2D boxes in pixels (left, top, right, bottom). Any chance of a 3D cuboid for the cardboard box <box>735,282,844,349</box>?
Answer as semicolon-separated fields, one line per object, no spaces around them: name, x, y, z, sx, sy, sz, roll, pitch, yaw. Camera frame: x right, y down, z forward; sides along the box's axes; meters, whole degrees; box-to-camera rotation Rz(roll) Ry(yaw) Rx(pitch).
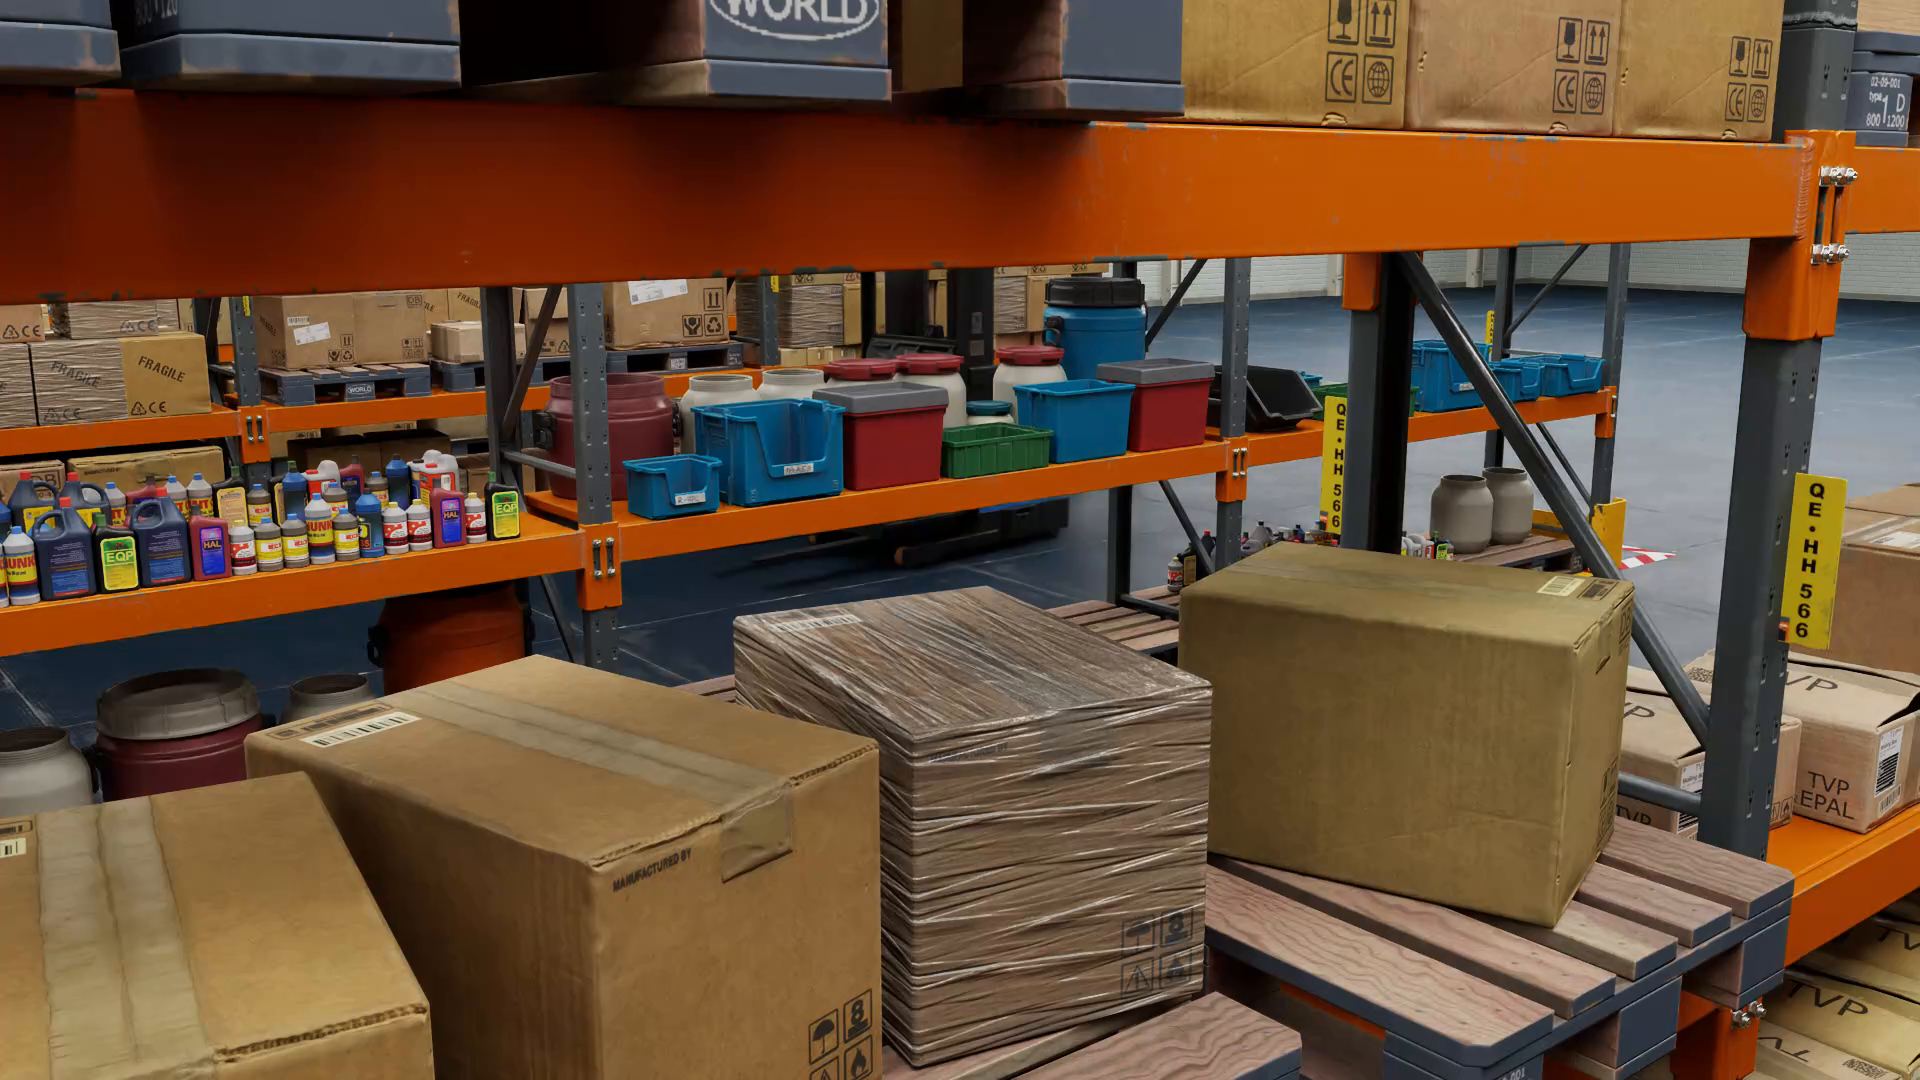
cardboard box;-1.423;-1.888;13.841;0.500;0.500;0.875;-9;15;-38

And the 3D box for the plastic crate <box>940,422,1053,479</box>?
plastic crate;0.097;-0.466;8.613;0.662;0.188;0.450;-9;15;-38

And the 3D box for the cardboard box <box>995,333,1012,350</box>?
cardboard box;0.251;-1.806;15.016;0.250;0.149;0.380;-9;15;-38

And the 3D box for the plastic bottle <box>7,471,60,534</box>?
plastic bottle;-3.592;-0.095;6.472;0.185;0.351;0.144;-9;15;-38

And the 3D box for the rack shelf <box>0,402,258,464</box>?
rack shelf;-6.498;-0.515;10.062;4.000;0.370;1.077;-9;15;-38

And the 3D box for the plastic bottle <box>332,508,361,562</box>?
plastic bottle;-2.402;-0.024;6.498;0.097;0.201;0.097;0;12;0

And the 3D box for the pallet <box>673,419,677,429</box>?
pallet;-3.237;-1.344;18.949;1.213;0.211;1.003;-9;15;-38

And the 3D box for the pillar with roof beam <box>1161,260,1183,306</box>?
pillar with roof beam;7.654;-9.204;34.808;0.548;9.000;9.100;-9;15;-38

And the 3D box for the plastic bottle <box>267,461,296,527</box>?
plastic bottle;-2.877;-0.192;7.091;0.133;0.283;0.061;-9;15;-38

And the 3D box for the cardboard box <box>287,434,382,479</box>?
cardboard box;-4.432;-0.577;11.778;0.500;0.250;0.500;-9;15;-35

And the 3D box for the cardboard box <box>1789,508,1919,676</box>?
cardboard box;2.549;0.212;4.668;0.500;0.500;0.500;-11;16;-41

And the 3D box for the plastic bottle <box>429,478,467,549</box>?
plastic bottle;-2.072;-0.114;6.725;0.133;0.283;0.061;-9;15;-38

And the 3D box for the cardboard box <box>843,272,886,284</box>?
cardboard box;-0.914;-2.411;13.896;0.500;0.500;0.500;-9;15;-38

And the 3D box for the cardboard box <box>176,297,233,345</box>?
cardboard box;-7.042;-2.073;15.431;0.500;0.500;0.500;-10;15;-38

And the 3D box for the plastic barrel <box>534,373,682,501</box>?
plastic barrel;-1.669;-0.499;7.927;0.708;0.536;0.600;-9;15;-38

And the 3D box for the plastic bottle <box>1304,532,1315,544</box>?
plastic bottle;2.371;0.048;11.359;0.097;0.201;0.097;0;12;0

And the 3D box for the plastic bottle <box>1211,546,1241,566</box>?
plastic bottle;1.694;0.132;10.604;0.185;0.351;0.144;-9;15;-38

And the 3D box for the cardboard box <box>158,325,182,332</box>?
cardboard box;-5.486;-1.156;11.110;0.500;0.500;0.500;-9;15;-36

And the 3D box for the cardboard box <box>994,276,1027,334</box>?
cardboard box;0.131;-2.149;15.072;0.500;0.500;0.875;-9;15;-38

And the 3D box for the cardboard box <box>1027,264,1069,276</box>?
cardboard box;0.648;-2.670;15.119;0.500;0.500;0.500;-9;15;-38

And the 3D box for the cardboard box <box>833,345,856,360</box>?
cardboard box;-1.076;-1.568;13.899;0.250;0.149;0.380;-9;15;-38

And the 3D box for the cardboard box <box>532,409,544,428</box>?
cardboard box;-4.298;-1.699;18.012;0.875;0.875;0.875;-9;15;-37

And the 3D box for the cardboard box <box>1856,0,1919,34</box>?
cardboard box;1.966;-1.257;3.956;0.500;0.250;0.500;-9;15;-36

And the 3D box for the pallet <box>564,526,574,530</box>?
pallet;-3.374;-0.021;12.717;1.213;0.211;1.003;-9;15;-38

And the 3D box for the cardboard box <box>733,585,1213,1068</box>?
cardboard box;-0.006;0.415;2.703;0.500;0.500;0.700;-6;13;-27

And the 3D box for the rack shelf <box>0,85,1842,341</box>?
rack shelf;-0.313;-0.375;2.182;4.000;0.370;1.077;-9;15;-38

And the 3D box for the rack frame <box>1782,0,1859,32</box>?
rack frame;1.249;-2.453;3.018;0.127;3.000;1.000;-9;15;-38

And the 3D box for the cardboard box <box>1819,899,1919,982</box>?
cardboard box;2.646;1.191;4.558;0.500;0.311;0.500;-10;16;-39

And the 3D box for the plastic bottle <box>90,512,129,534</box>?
plastic bottle;-3.071;0.036;6.019;0.133;0.283;0.061;-9;15;-38

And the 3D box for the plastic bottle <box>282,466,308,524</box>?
plastic bottle;-2.813;-0.175;7.043;0.097;0.271;0.097;0;12;0

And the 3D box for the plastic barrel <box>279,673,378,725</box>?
plastic barrel;-2.599;0.843;6.916;0.421;0.512;0.421;0;12;0

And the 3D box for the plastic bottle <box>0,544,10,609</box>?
plastic bottle;-3.355;0.100;5.745;0.097;0.271;0.097;0;12;0

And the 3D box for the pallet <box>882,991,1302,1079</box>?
pallet;-0.267;0.828;2.469;1.213;0.211;1.003;-9;15;-38

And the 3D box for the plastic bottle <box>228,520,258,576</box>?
plastic bottle;-2.706;0.027;6.260;0.097;0.201;0.097;0;12;0

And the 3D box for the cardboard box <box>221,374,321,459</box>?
cardboard box;-6.744;-1.227;16.090;0.750;0.750;1.050;-9;15;-37

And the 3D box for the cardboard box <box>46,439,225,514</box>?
cardboard box;-5.489;-0.206;10.981;0.875;0.875;1.225;-10;16;-40

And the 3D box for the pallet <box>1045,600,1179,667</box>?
pallet;0.692;0.631;9.651;1.213;0.211;1.003;-9;15;-38

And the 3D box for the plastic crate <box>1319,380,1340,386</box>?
plastic crate;2.391;-0.964;11.084;0.437;0.136;0.530;-9;15;-38

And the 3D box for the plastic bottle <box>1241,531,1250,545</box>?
plastic bottle;1.855;0.089;10.970;0.133;0.283;0.061;-8;14;-34

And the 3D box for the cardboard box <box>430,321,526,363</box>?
cardboard box;-3.484;-1.438;12.030;0.500;0.250;0.500;-10;16;-39

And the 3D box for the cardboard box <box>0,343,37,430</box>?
cardboard box;-5.964;-0.939;10.089;0.500;0.500;0.500;-10;16;-39

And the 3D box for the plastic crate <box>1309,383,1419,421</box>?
plastic crate;2.517;-0.868;10.507;0.662;0.188;0.450;-9;15;-38

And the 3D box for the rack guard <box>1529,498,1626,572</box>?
rack guard;4.374;-0.120;12.492;0.348;0.500;1.175;-9;15;-38

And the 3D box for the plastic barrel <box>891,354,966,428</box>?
plastic barrel;-0.176;-0.724;8.991;0.433;0.535;0.433;0;12;0

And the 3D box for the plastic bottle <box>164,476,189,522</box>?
plastic bottle;-3.212;-0.125;6.808;0.097;0.271;0.097;0;12;0

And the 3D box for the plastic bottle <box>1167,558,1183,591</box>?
plastic bottle;1.370;0.214;10.576;0.097;0.201;0.097;0;12;0

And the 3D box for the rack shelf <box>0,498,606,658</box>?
rack shelf;-3.404;0.289;6.279;4.000;0.370;1.077;-9;15;-38

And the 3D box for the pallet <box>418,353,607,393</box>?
pallet;-3.417;-1.296;12.471;1.213;0.211;1.003;-9;15;-38

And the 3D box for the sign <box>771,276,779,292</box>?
sign;-1.464;-2.122;13.112;0.005;0.325;0.100;-9;15;-38

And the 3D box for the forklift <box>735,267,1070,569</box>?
forklift;-0.537;-1.342;12.392;3.031;2.935;1.130;-11;16;-43

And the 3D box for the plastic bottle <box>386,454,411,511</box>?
plastic bottle;-2.490;-0.245;7.372;0.097;0.271;0.097;0;12;0

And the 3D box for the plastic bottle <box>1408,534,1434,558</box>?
plastic bottle;3.030;0.094;10.962;0.135;0.276;0.152;-9;15;-37

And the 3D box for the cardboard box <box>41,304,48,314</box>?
cardboard box;-8.058;-2.034;14.362;0.250;0.149;0.380;-9;15;-37

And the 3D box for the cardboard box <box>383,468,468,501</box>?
cardboard box;-4.001;-0.283;12.197;0.500;0.500;0.700;-11;16;-42

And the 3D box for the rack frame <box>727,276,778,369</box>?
rack frame;-1.813;-1.645;13.654;0.127;3.000;1.000;-9;15;-38
